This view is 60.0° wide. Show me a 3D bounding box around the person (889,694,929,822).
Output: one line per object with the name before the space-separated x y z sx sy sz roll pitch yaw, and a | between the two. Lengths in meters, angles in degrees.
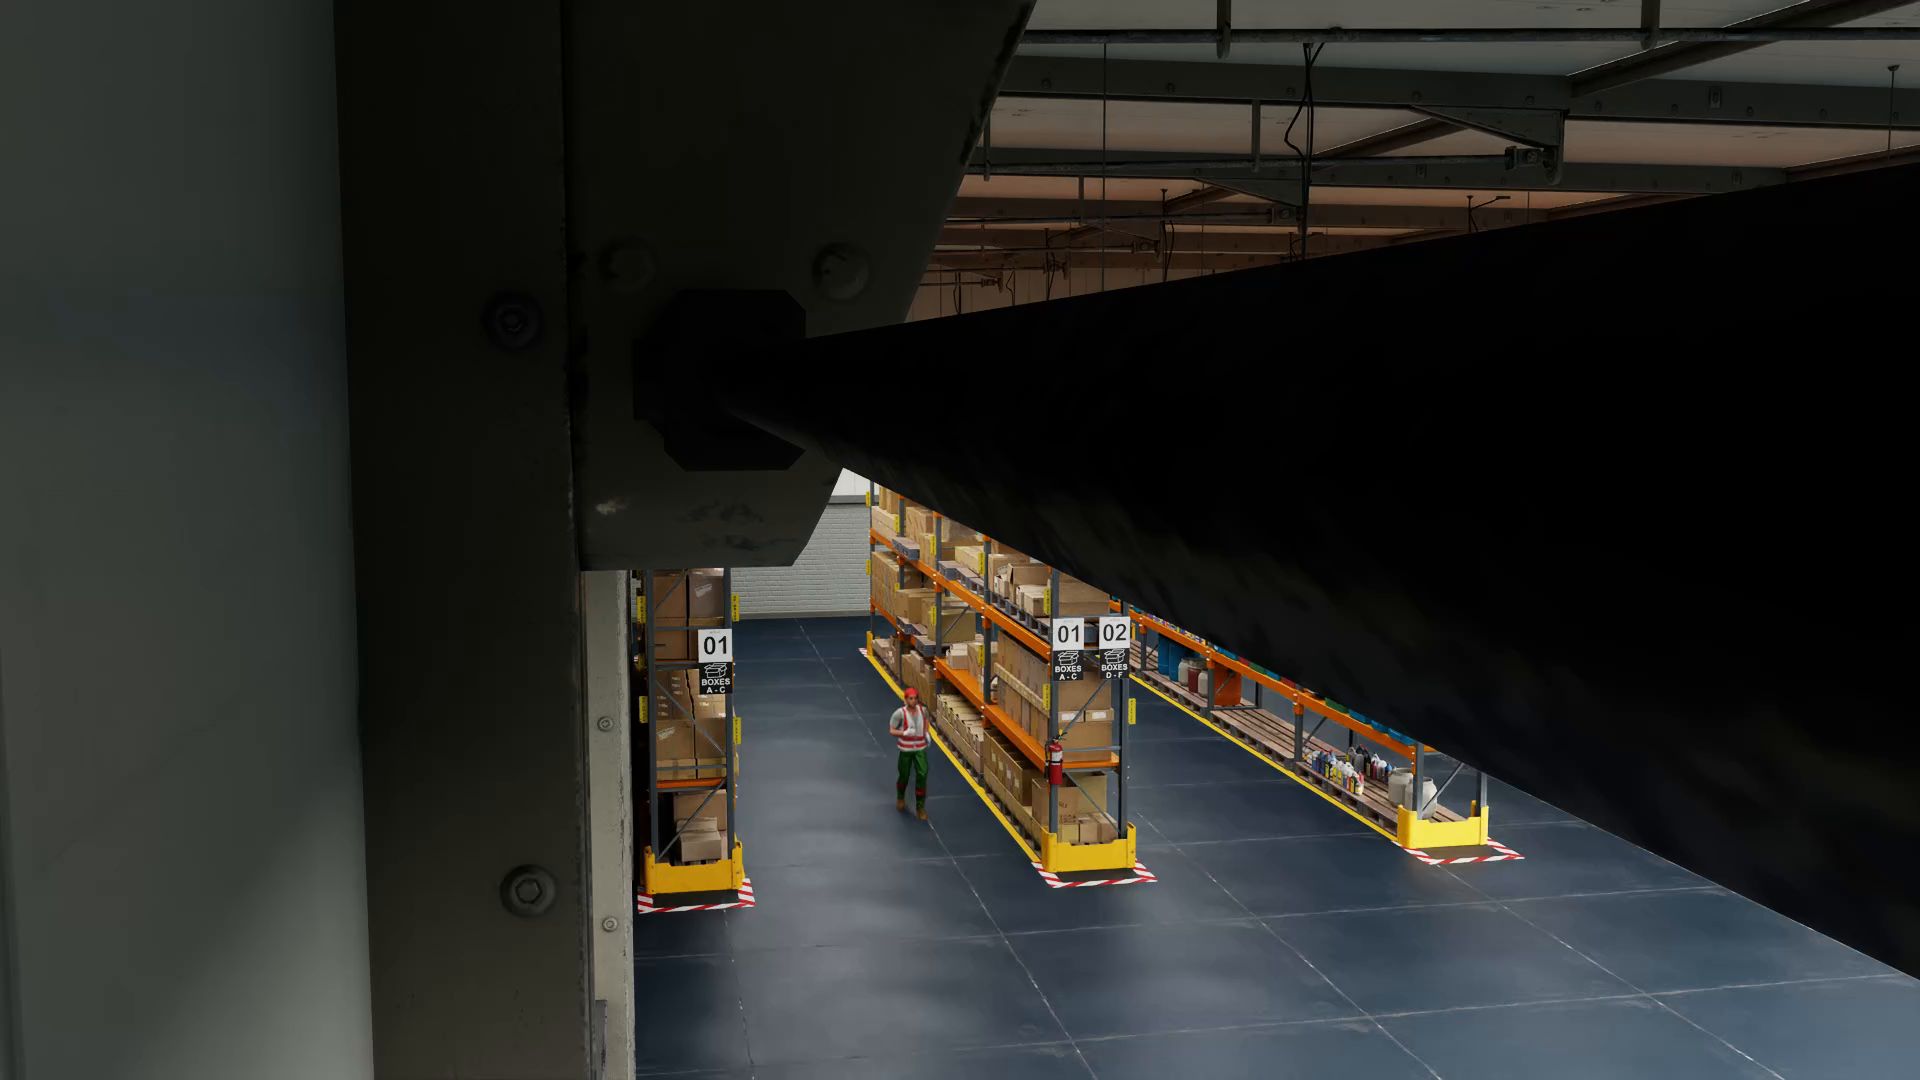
person | -0.704 3.006 23.451 0.662 1.798 0.823 -2 6 -18
